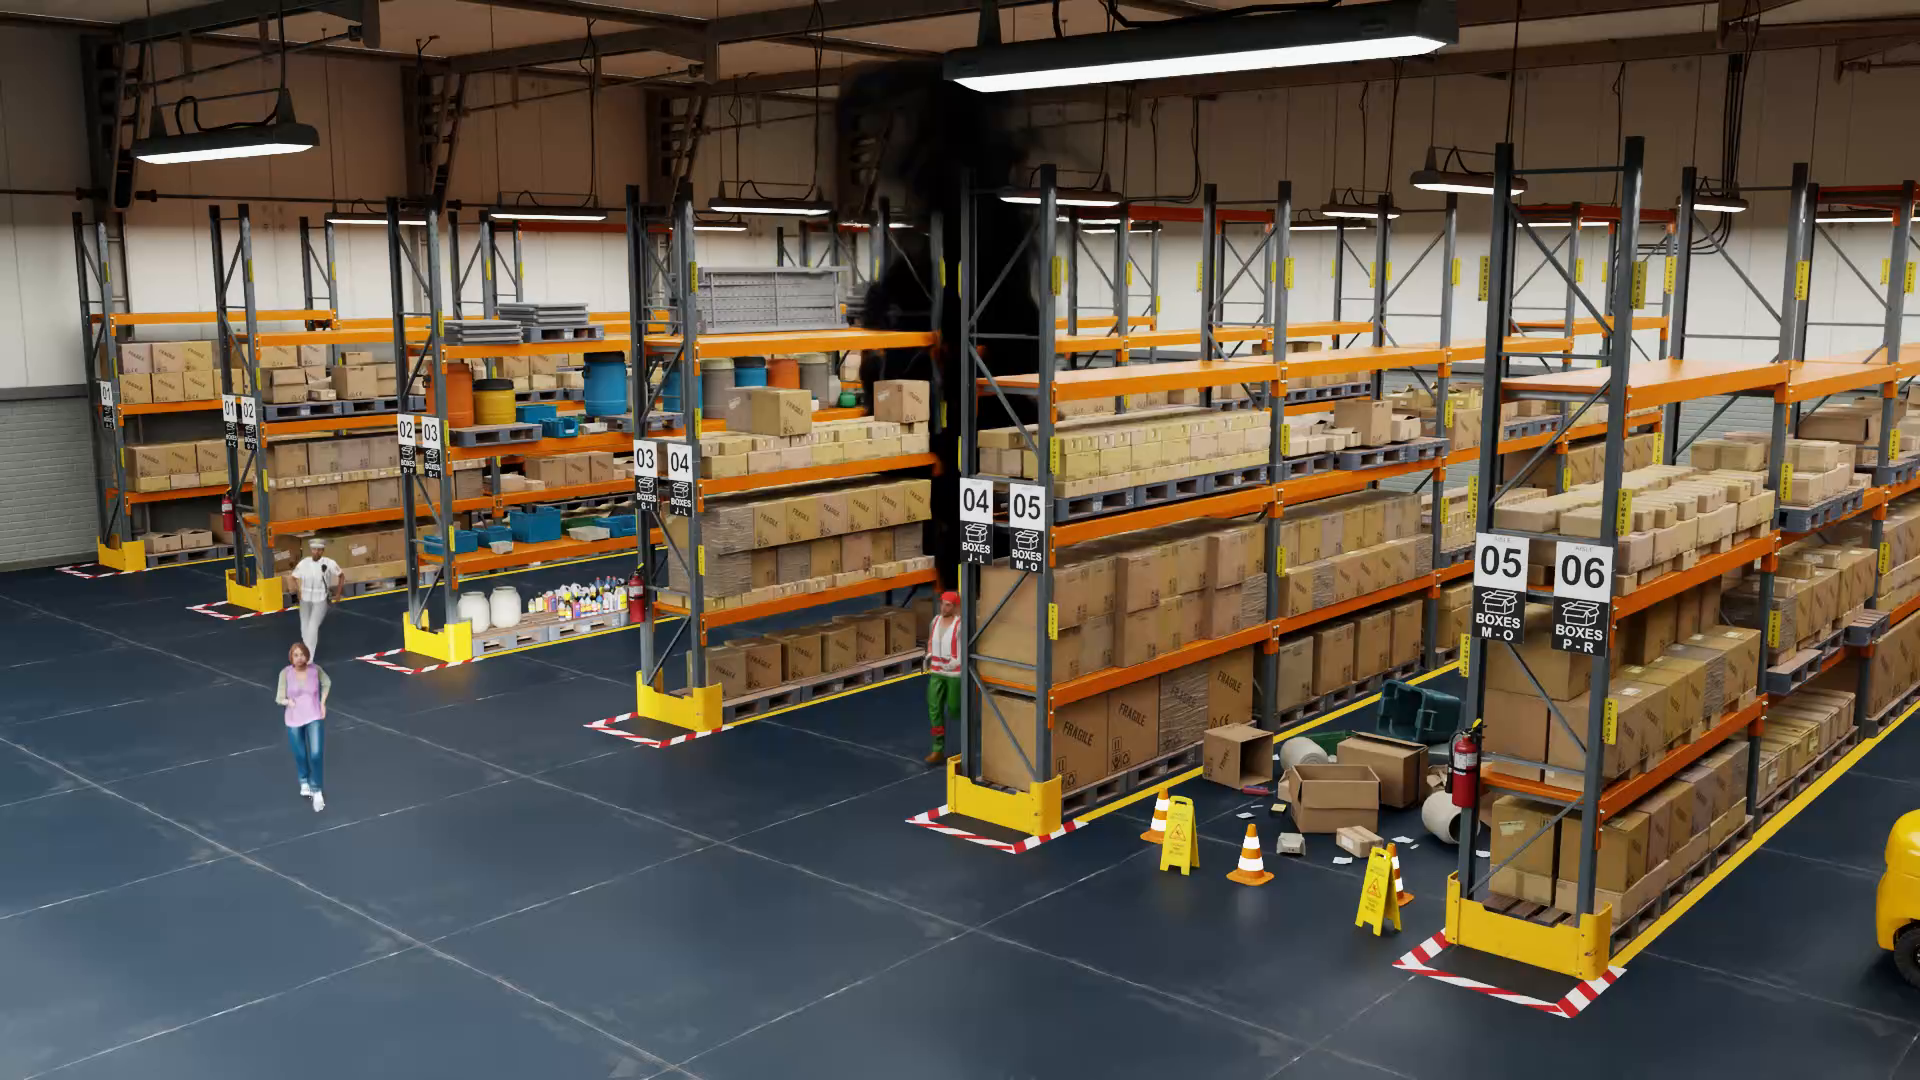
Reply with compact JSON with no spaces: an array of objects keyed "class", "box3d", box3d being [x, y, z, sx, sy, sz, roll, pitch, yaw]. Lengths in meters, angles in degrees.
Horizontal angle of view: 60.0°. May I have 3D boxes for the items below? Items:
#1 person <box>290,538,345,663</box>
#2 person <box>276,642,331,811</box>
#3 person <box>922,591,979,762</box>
[{"class":"person","box3d":[-8.300,0.810,21.388,0.670,1.707,0.833,0,9,-2]},{"class":"person","box3d":[-6.258,1.765,15.890,0.482,1.623,0.734,-3,10,-18]},{"class":"person","box3d":[-0.118,1.403,17.458,0.676,1.764,0.935,6,11,30]}]
